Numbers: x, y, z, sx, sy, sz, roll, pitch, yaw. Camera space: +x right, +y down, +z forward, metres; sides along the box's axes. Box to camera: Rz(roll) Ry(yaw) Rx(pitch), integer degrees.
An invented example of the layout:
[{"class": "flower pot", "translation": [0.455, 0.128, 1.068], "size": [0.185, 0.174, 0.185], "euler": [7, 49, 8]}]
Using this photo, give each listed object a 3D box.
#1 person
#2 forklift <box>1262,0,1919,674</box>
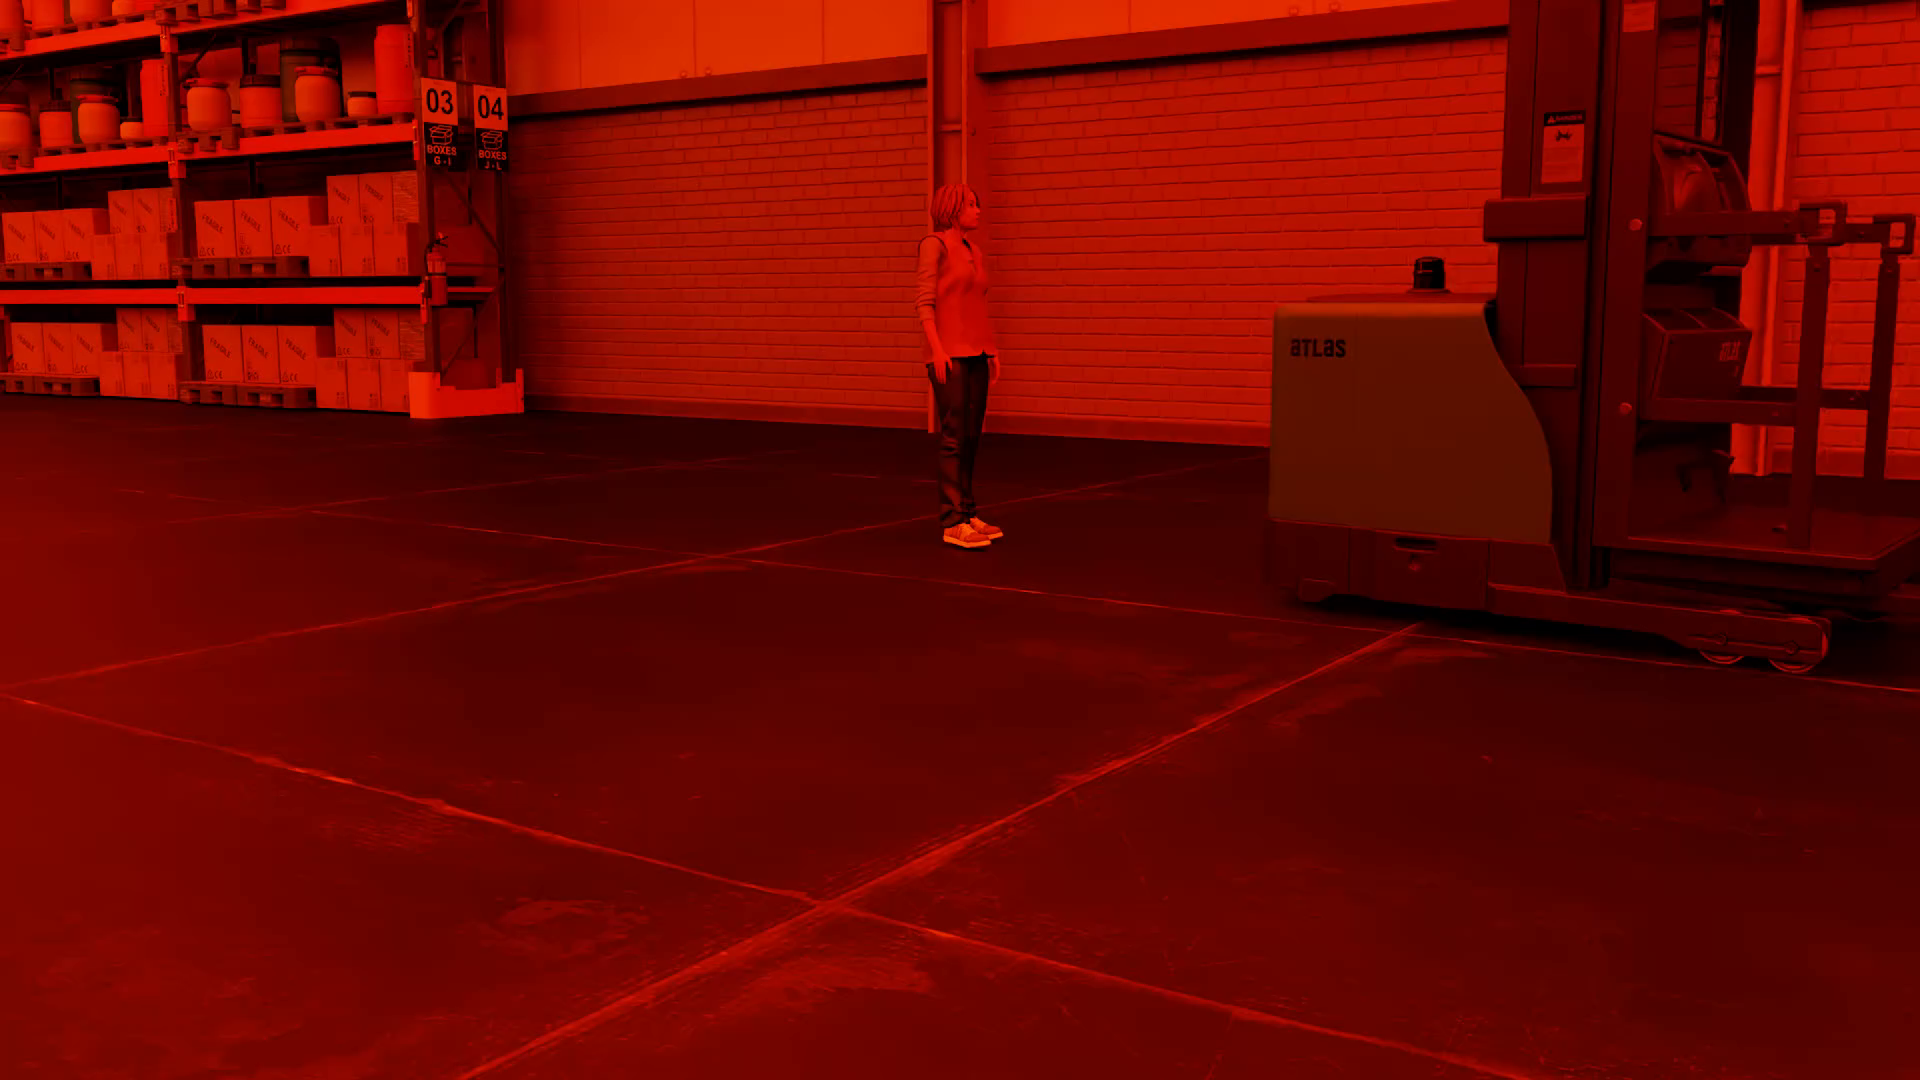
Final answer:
[{"class": "person", "translation": [0.054, -0.791, 7.437], "size": [0.473, 1.599, 0.520], "euler": [5, 10, 34]}, {"class": "forklift", "translation": [2.552, -1.144, 5.240], "size": [3.031, 2.935, 1.130], "euler": [7, 10, 39]}]
